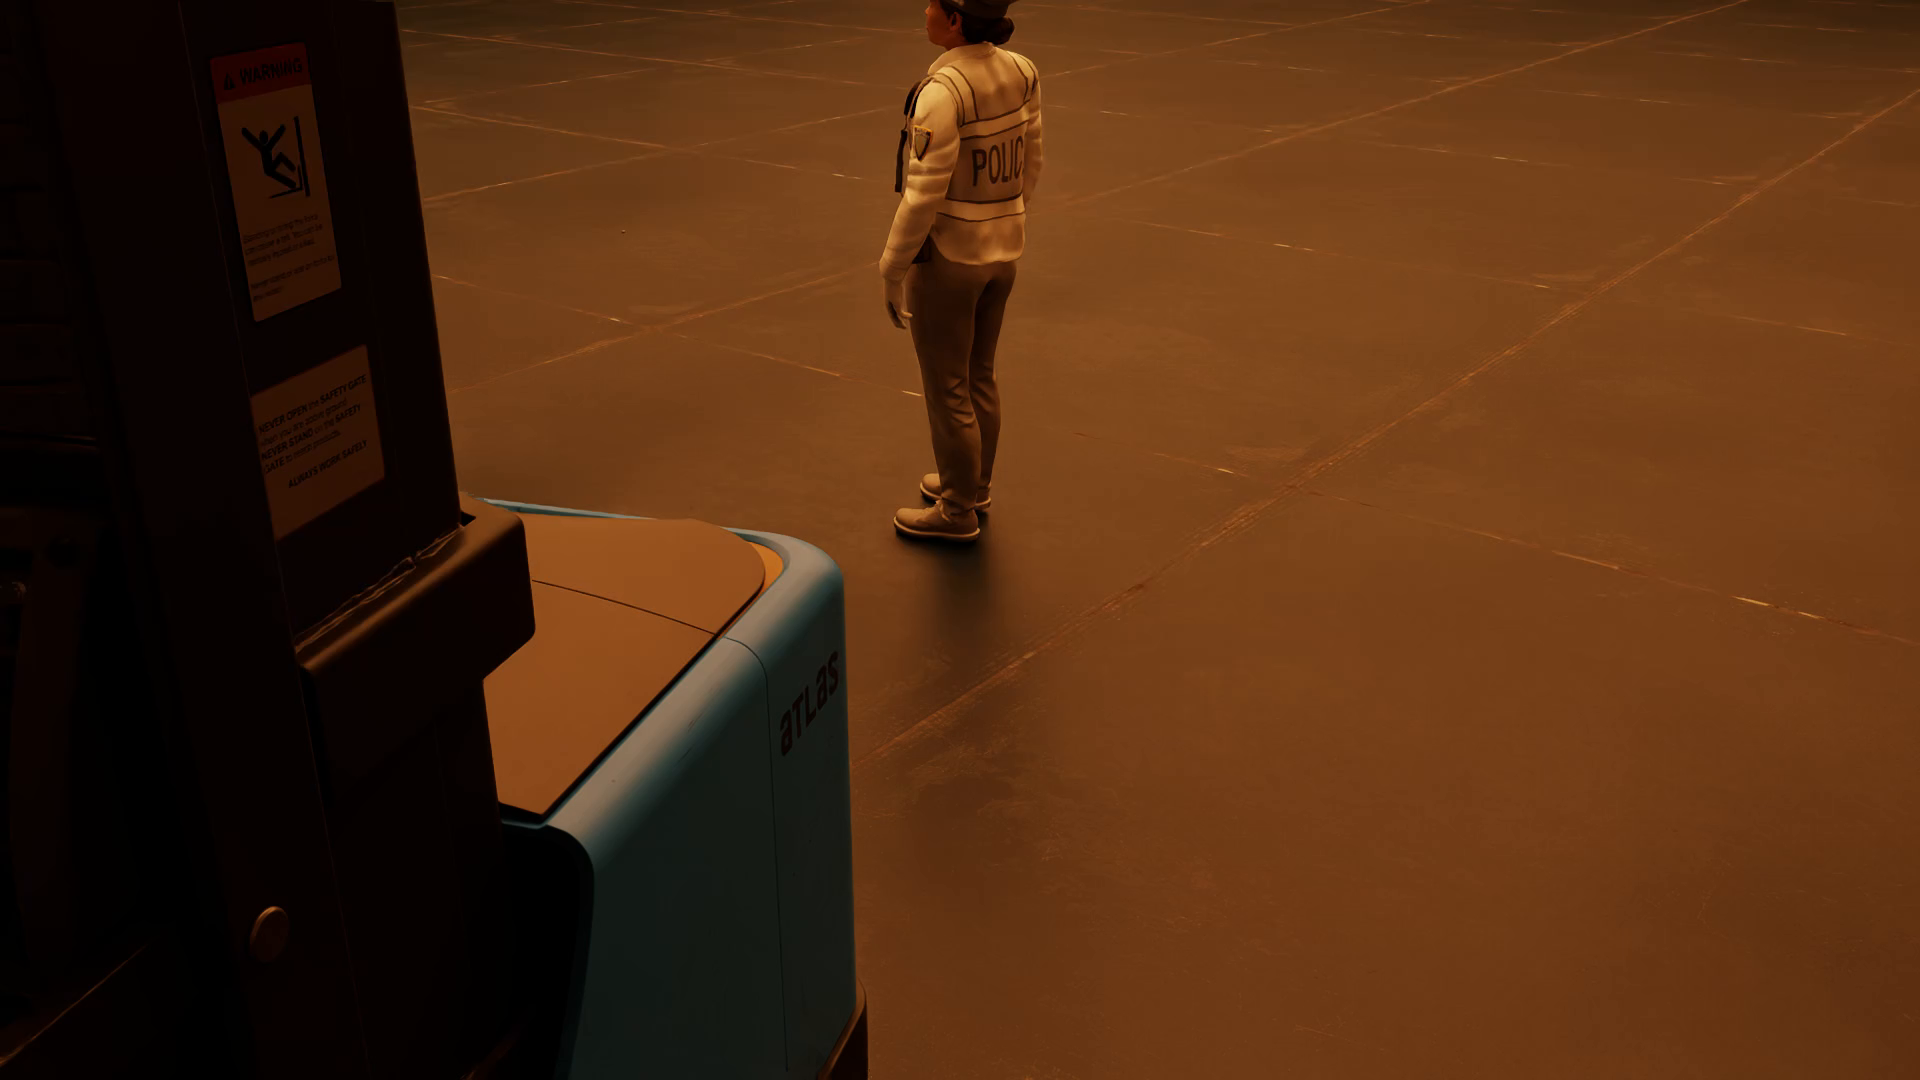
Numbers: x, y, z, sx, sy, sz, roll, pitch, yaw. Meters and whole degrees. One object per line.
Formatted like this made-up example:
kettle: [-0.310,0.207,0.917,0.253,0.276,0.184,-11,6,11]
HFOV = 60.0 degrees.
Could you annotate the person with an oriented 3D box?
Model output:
person: [-0.049,-0.802,4.716,0.533,1.696,0.588,17,29,34]

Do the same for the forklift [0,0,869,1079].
forklift: [-1.053,0.145,0.995,1.130,2.935,3.031,7,24,15]
